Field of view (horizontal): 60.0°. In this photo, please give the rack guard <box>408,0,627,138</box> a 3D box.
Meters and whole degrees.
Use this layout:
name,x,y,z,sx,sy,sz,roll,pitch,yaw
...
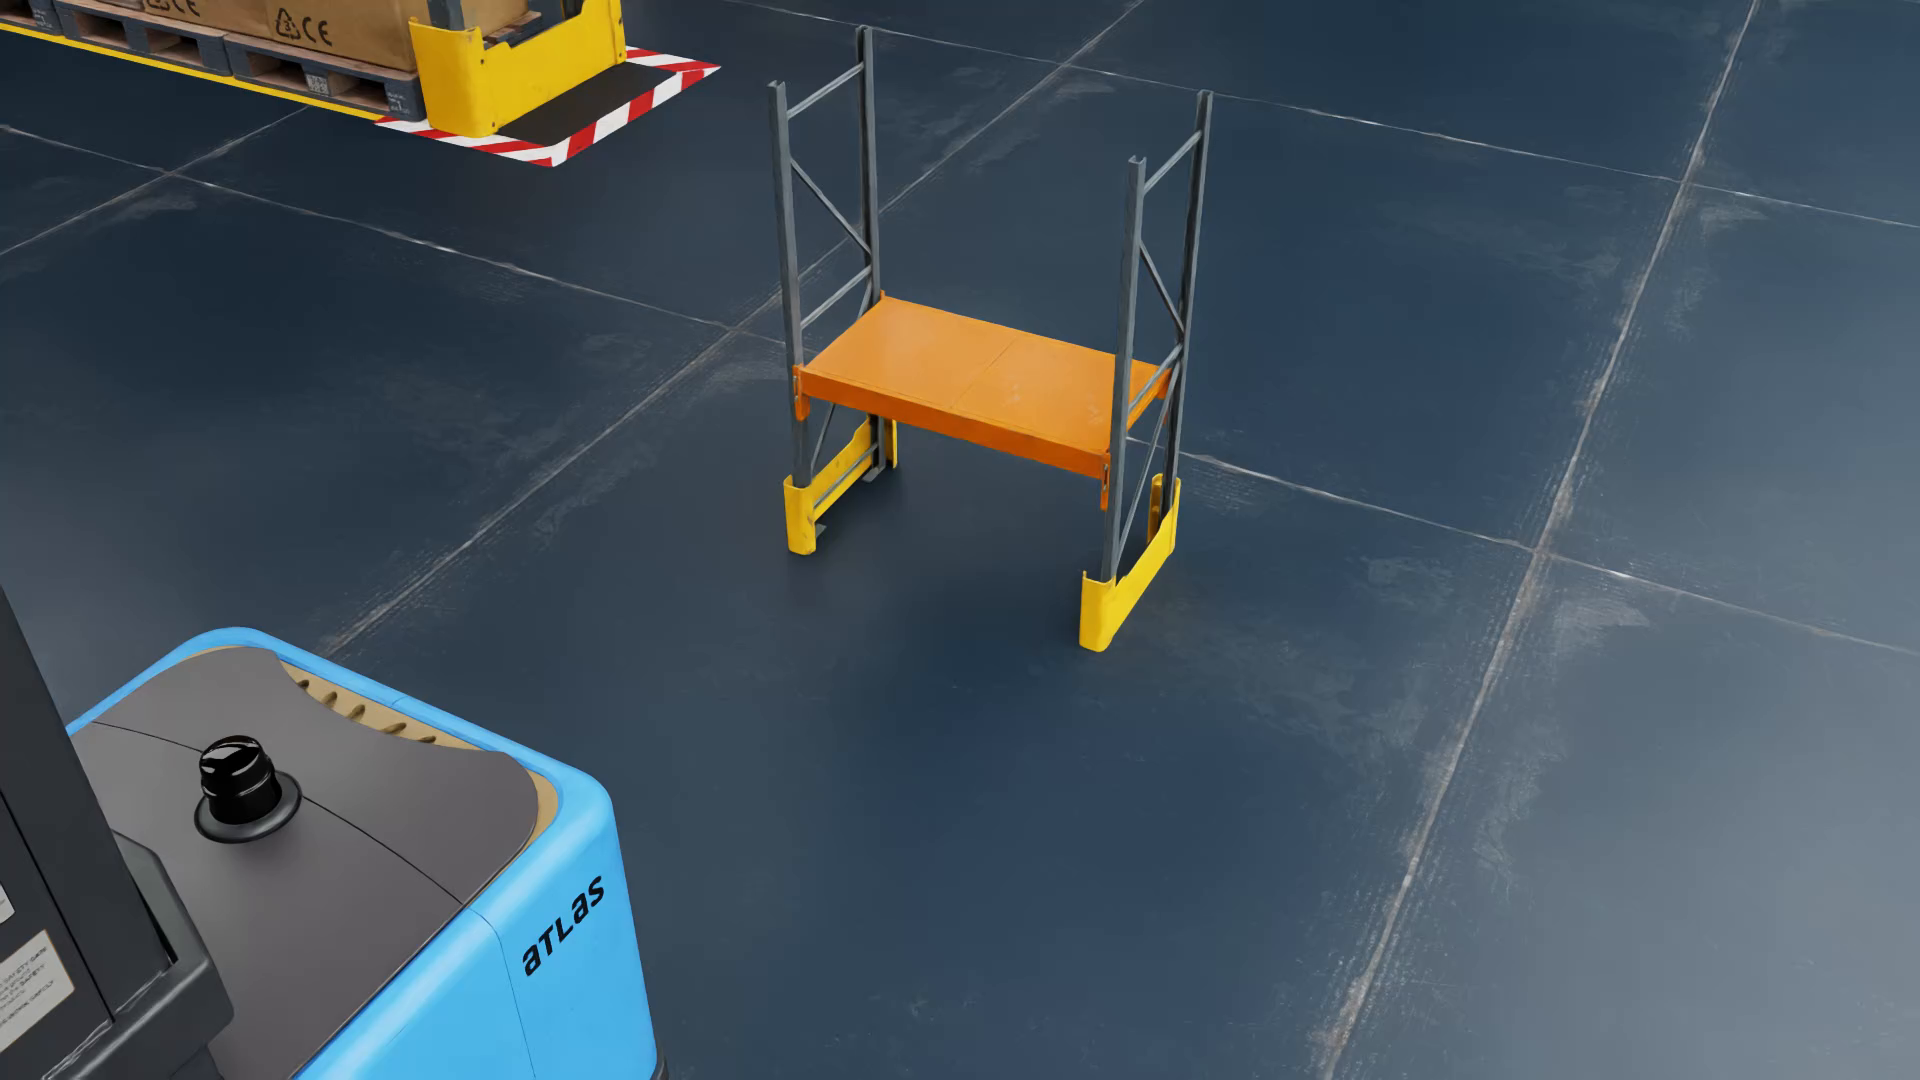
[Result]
name,x,y,z,sx,sy,sz,roll,pitch,yaw
rack guard,-2.099,-2.407,8.008,0.348,0.500,1.175,17,41,21

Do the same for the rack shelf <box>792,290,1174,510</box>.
name,x,y,z,sx,sy,sz,roll,pitch,yaw
rack shelf,0.076,-0.430,4.874,1.000,0.185,0.538,17,41,21

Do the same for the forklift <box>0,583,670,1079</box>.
name,x,y,z,sx,sy,sz,roll,pitch,yaw
forklift,-1.745,0.757,1.828,1.130,2.935,3.031,18,41,23

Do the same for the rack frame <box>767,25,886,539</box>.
name,x,y,z,sx,sy,sz,roll,pitch,yaw
rack frame,-0.376,-0.715,4.951,0.032,1.500,0.500,17,41,21

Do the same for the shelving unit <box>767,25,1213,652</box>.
name,x,y,z,sx,sy,sz,roll,pitch,yaw
shelving unit,0.068,-0.576,4.769,1.083,1.500,0.587,17,41,21

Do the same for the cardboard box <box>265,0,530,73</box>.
name,x,y,z,sx,sy,sz,roll,pitch,yaw
cardboard box,-2.752,-2.884,7.978,0.875,0.875,0.875,18,41,22

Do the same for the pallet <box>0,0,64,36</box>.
name,x,y,z,sx,sy,sz,roll,pitch,yaw
pallet,-5.033,-3.158,9.235,1.213,0.211,1.003,17,41,21

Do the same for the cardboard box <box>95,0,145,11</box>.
name,x,y,z,sx,sy,sz,roll,pitch,yaw
cardboard box,-4.343,-3.382,8.634,0.875,0.875,0.875,18,41,22

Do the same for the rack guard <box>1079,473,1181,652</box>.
name,x,y,z,sx,sy,sz,roll,pitch,yaw
rack guard,0.510,0.060,4.964,0.087,0.250,0.587,17,41,21

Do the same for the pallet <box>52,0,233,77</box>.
name,x,y,z,sx,sy,sz,roll,pitch,yaw
pallet,-3.945,-2.819,8.789,1.213,0.211,1.003,17,41,21

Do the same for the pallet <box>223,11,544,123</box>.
name,x,y,z,sx,sy,sz,roll,pitch,yaw
pallet,-2.866,-2.479,8.342,1.213,0.211,1.003,17,41,21

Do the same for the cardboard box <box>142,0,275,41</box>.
name,x,y,z,sx,sy,sz,roll,pitch,yaw
cardboard box,-3.535,-3.127,8.299,0.875,0.875,0.875,17,40,21

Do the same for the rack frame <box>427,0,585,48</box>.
name,x,y,z,sx,sy,sz,roll,pitch,yaw
rack frame,-2.120,-3.410,7.261,0.127,3.000,1.000,17,41,21

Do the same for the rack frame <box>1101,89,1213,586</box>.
name,x,y,z,sx,sy,sz,roll,pitch,yaw
rack frame,0.527,-0.432,4.579,0.032,1.500,0.500,17,41,21

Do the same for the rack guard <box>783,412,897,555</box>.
name,x,y,z,sx,sy,sz,roll,pitch,yaw
rack guard,-0.375,-0.217,5.329,0.087,0.250,0.587,17,41,21
